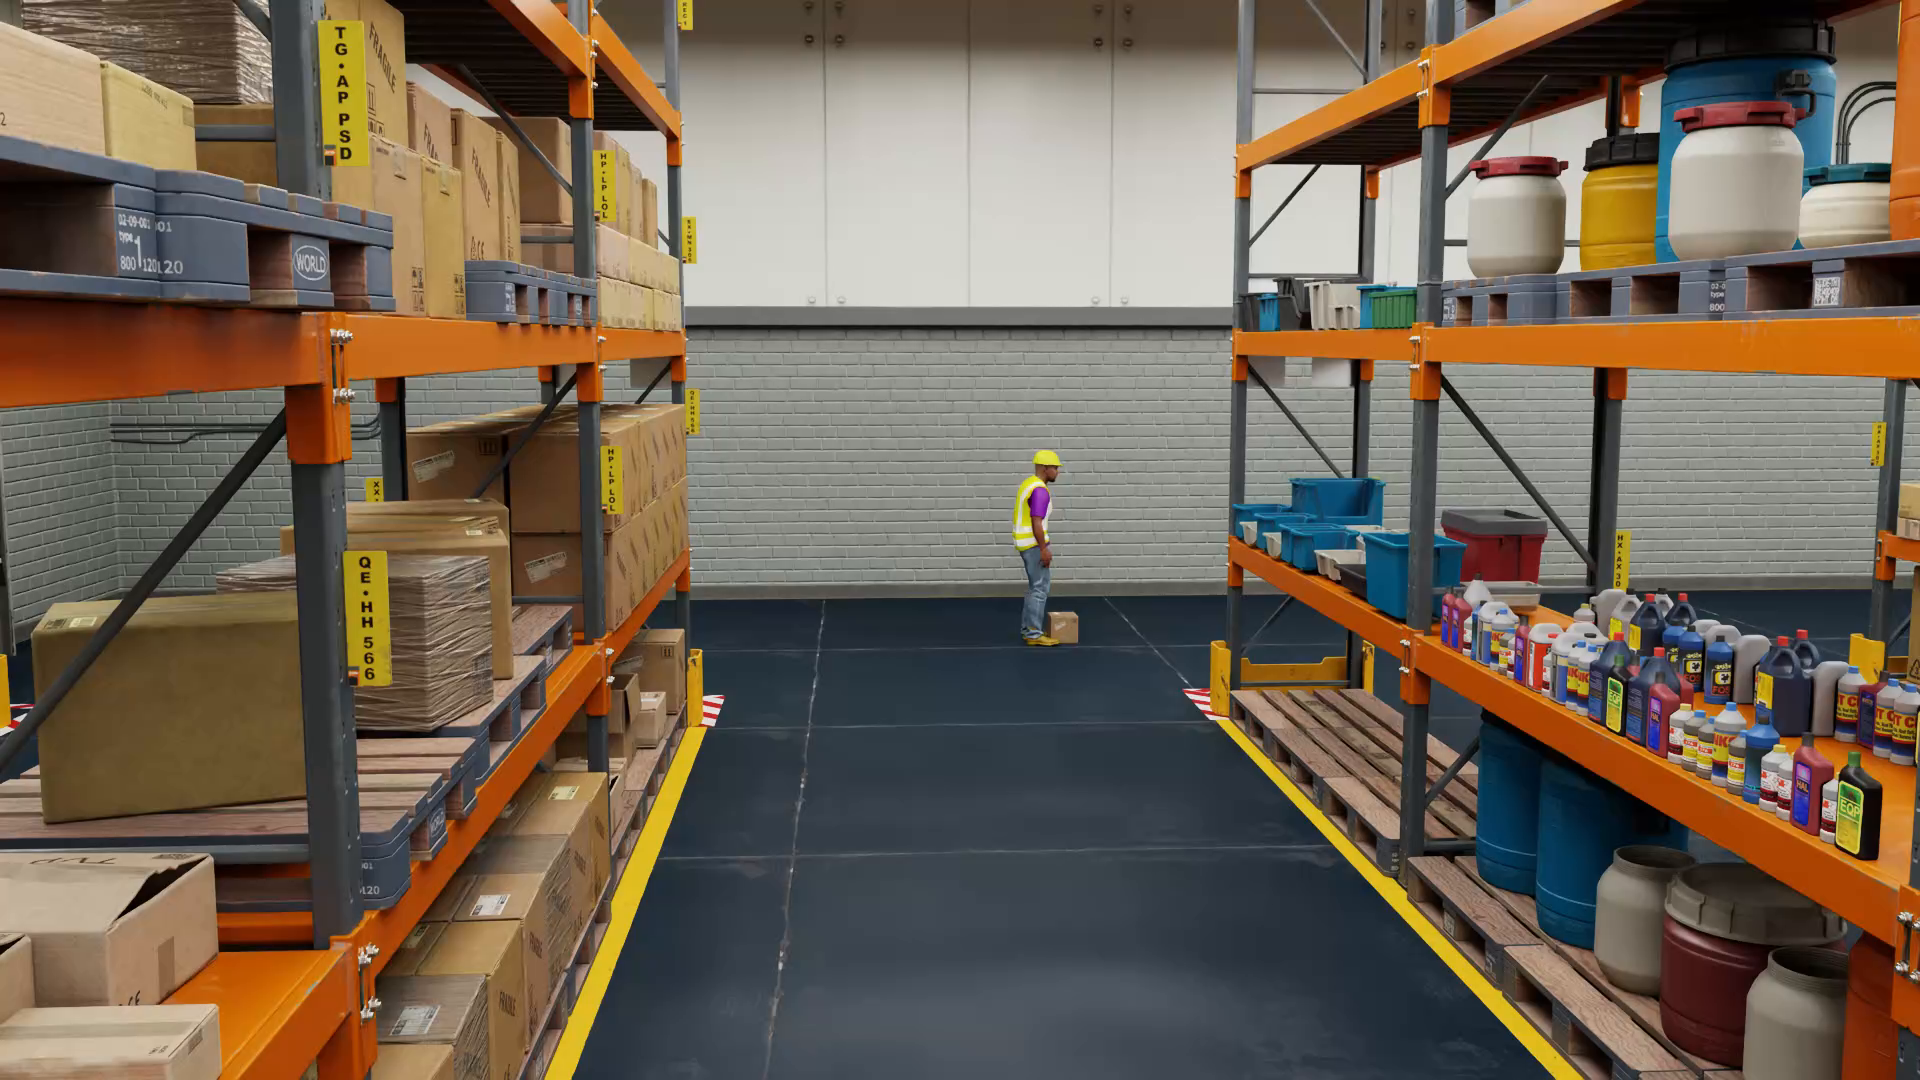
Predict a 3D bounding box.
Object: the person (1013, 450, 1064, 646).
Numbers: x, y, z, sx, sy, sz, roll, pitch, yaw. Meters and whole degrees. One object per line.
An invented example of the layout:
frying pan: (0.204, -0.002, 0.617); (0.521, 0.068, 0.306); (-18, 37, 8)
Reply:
person: (0.720, 0.060, 15.166); (0.463, 1.760, 0.635); (-1, 7, -5)
